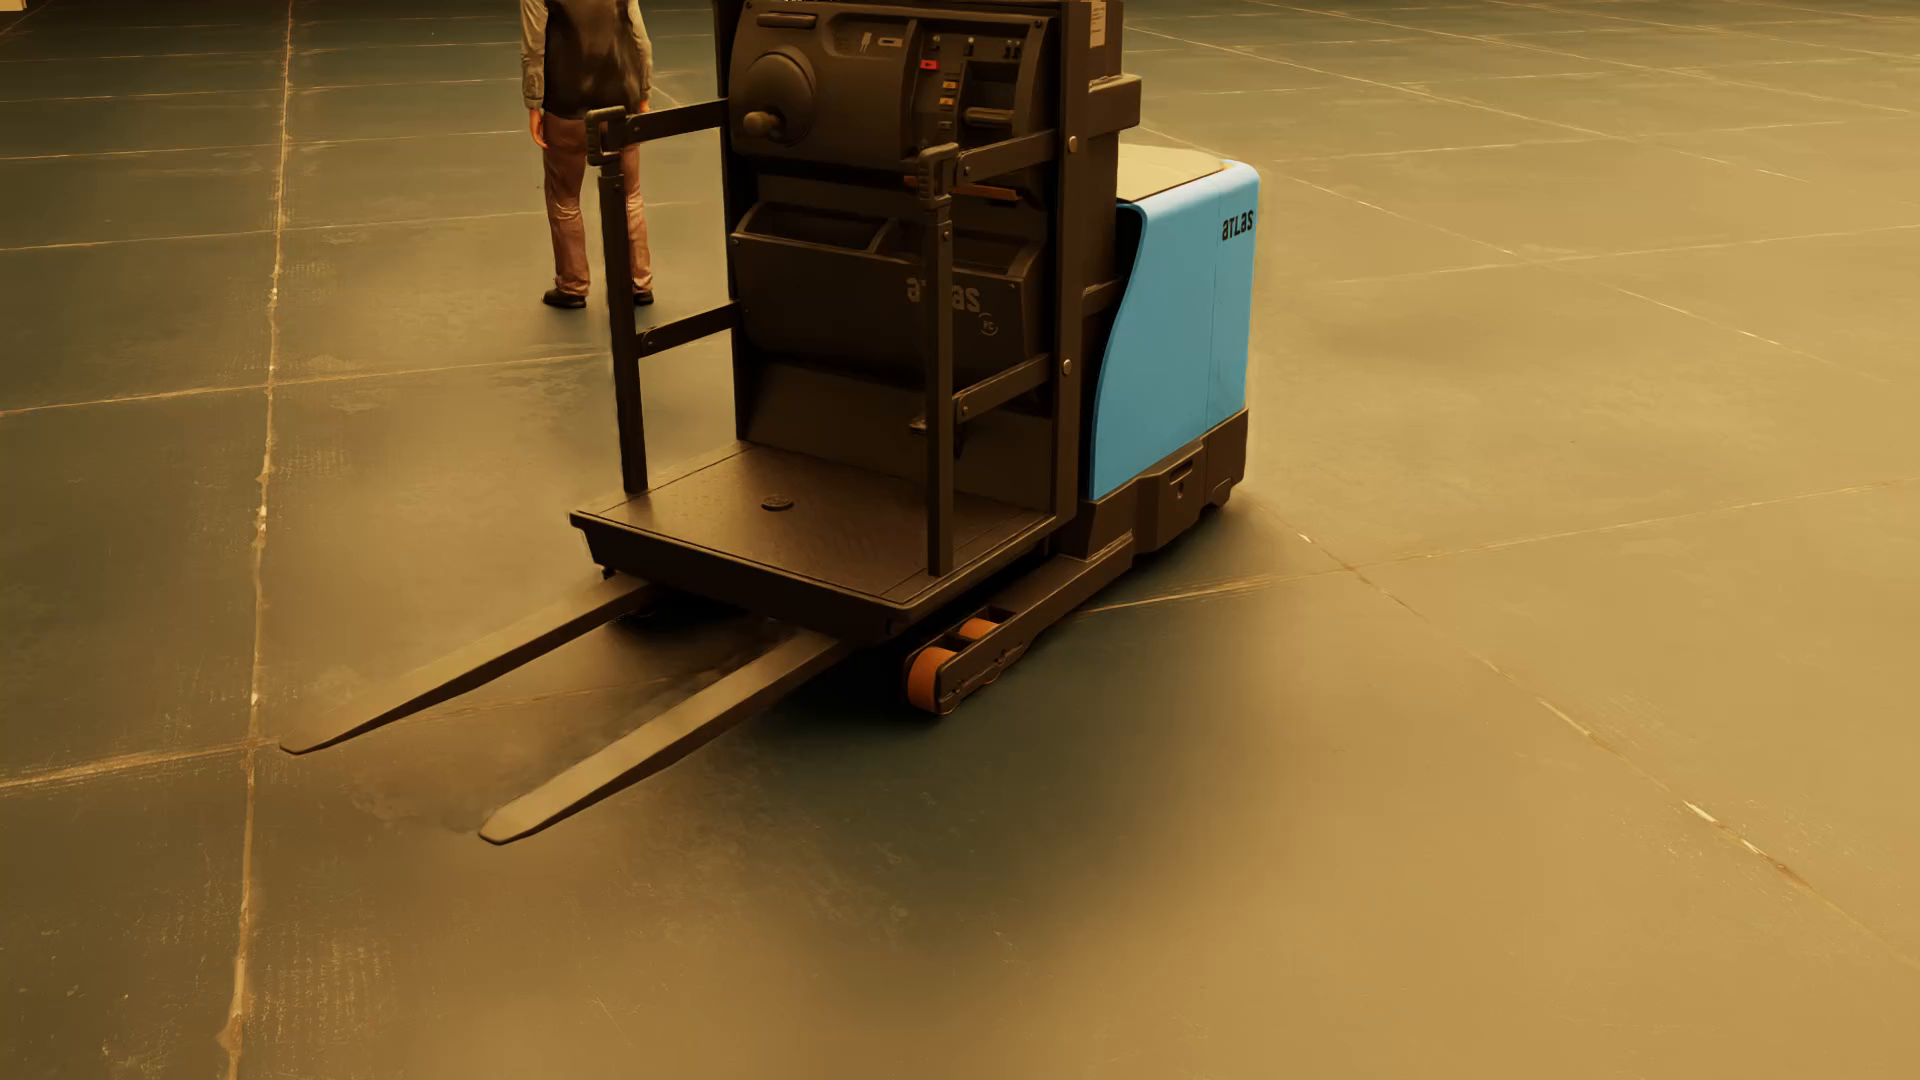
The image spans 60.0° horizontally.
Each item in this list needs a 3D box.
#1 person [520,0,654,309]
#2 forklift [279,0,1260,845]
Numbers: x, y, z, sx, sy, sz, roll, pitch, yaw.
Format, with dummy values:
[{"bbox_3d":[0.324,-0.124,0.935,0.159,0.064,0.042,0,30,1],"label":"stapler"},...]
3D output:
[{"bbox_3d":[-1.641,-1.886,7.360,0.590,1.727,0.451,-12,26,-27],"label":"person"},{"bbox_3d":[-0.313,-1.132,3.991,1.130,2.935,3.031,14,27,31],"label":"forklift"}]
